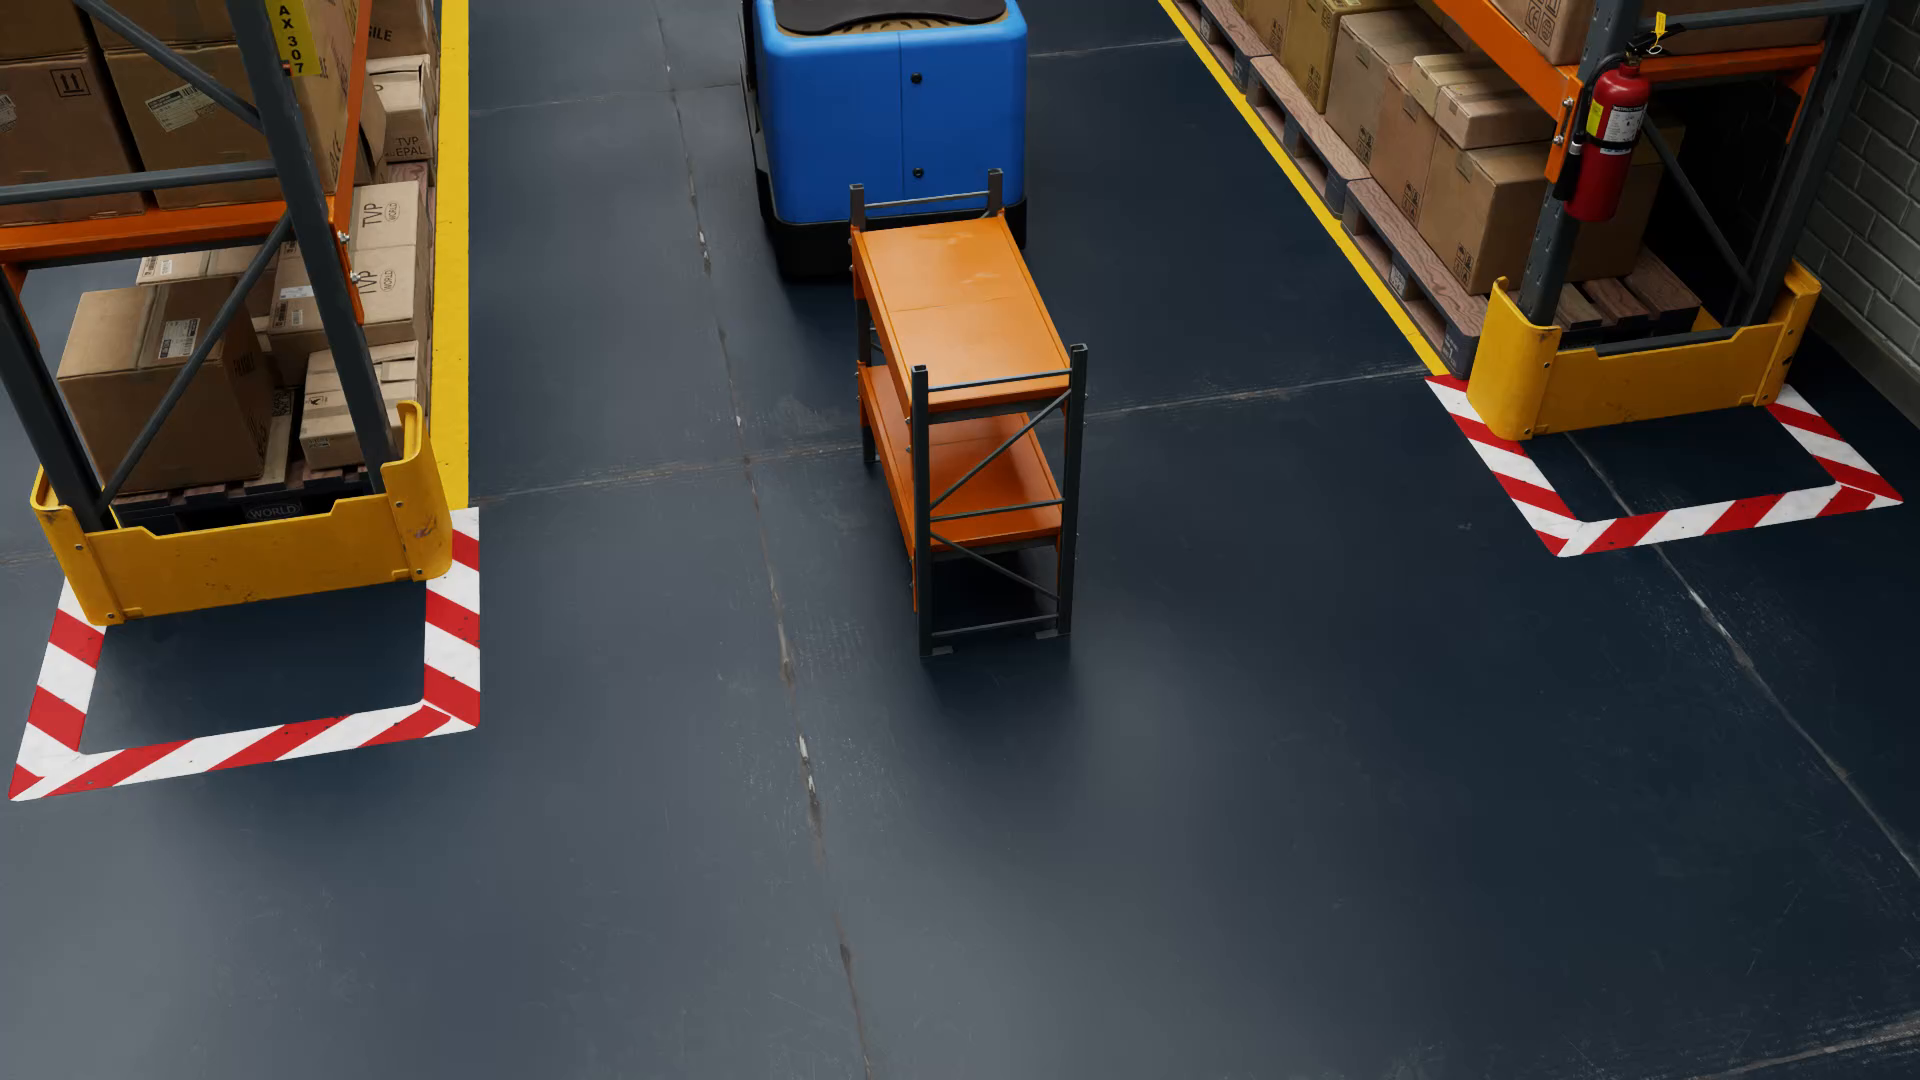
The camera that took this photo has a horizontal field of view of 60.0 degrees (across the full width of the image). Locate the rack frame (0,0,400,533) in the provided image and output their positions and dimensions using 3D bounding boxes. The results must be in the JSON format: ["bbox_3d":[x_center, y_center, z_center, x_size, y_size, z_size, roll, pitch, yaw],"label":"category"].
[{"bbox_3d":[-2.308,-0.978,4.592,1.000,3.000,0.127,-8,42,-9],"label":"rack frame"}]

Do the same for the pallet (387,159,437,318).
[{"bbox_3d":[-2.757,-1.290,7.044,1.003,0.211,1.213,-8,42,-9],"label":"pallet"}]

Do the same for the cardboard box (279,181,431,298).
[{"bbox_3d":[-2.364,-1.155,6.532,0.500,0.250,0.500,-8,42,-9],"label":"cardboard box"}]

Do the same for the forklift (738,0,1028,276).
[{"bbox_3d":[-0.473,-3.173,7.116,1.130,2.935,3.031,-6,42,-7],"label":"forklift"}]

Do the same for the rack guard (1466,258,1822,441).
[{"bbox_3d":[2.533,-0.739,6.206,1.175,0.500,0.348,-8,42,-9],"label":"rack guard"}]

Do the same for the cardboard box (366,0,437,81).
[{"bbox_3d":[-2.771,-2.471,7.826,0.500,0.500,0.500,-8,42,-9],"label":"cardboard box"}]

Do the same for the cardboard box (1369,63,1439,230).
[{"bbox_3d":[2.171,-1.676,6.945,0.700,0.500,0.500,-8,42,-9],"label":"cardboard box"}]

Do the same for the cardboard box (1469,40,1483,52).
[{"bbox_3d":[2.338,-2.032,6.858,0.380,0.149,0.250,-8,42,-9],"label":"cardboard box"}]

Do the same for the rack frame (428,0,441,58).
[{"bbox_3d":[-3.171,-3.570,7.513,1.000,3.000,0.127,-8,42,-9],"label":"rack frame"}]

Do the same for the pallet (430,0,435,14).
[{"bbox_3d":[-3.384,-3.049,9.026,1.003,0.211,1.213,-8,42,-9],"label":"pallet"}]

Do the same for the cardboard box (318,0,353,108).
[{"bbox_3d":[-2.263,-1.674,5.301,0.500,0.500,0.500,-9,42,-10],"label":"cardboard box"}]

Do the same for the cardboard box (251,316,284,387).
[{"bbox_3d":[-2.665,-0.675,6.054,0.380,0.166,0.250,-8,42,-9],"label":"cardboard box"}]

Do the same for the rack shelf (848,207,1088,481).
[{"bbox_3d":[0.001,-0.635,5.177,0.538,0.278,1.000,-8,42,-9],"label":"rack shelf"}]

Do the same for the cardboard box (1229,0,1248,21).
[{"bbox_3d":[1.726,-3.005,8.443,0.700,0.500,0.500,-8,42,-9],"label":"cardboard box"}]

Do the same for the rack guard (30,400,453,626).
[{"bbox_3d":[-2.324,-0.092,5.477,1.175,0.500,0.348,-8,42,-9],"label":"rack guard"}]

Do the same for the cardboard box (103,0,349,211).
[{"bbox_3d":[-2.146,-1.340,4.925,0.500,0.500,0.500,-8,42,-8],"label":"cardboard box"}]

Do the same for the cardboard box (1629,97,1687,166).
[{"bbox_3d":[2.502,-1.542,6.305,0.380,0.149,0.250,-8,42,-9],"label":"cardboard box"}]

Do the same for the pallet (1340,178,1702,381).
[{"bbox_3d":[2.279,-1.154,6.891,1.003,0.211,1.213,-8,42,-9],"label":"pallet"}]

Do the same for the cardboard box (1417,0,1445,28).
[{"bbox_3d":[2.226,-2.363,7.231,0.380,0.149,0.250,-8,42,-9],"label":"cardboard box"}]

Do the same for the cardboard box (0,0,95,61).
[{"bbox_3d":[-2.672,-1.638,4.507,0.500,0.500,0.500,-9,42,-10],"label":"cardboard box"}]

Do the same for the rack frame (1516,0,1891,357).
[{"bbox_3d":[2.528,-1.690,5.394,1.000,3.000,0.127,-8,42,-9],"label":"rack frame"}]

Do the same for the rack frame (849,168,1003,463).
[{"bbox_3d":[-0.108,-0.746,5.743,0.500,1.125,0.032,-8,42,-9],"label":"rack frame"}]

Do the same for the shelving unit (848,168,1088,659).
[{"bbox_3d":[0.001,-0.416,5.372,0.538,1.125,1.048,-8,42,-9],"label":"shelving unit"}]

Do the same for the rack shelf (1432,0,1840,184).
[{"bbox_3d":[2.096,-2.717,7.093,1.077,0.370,4.000,-8,42,-9],"label":"rack shelf"}]

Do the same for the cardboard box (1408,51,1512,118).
[{"bbox_3d":[2.018,-1.817,6.615,0.380,0.149,0.250,-7,42,-8],"label":"cardboard box"}]

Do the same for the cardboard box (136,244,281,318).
[{"bbox_3d":[-2.842,-1.051,6.414,0.500,0.250,0.500,-8,42,-9],"label":"cardboard box"}]

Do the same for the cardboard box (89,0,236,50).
[{"bbox_3d":[-2.146,-1.714,4.593,0.500,0.500,0.500,-7,42,-8],"label":"cardboard box"}]

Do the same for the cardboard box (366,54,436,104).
[{"bbox_3d":[-2.632,-2.106,7.679,0.380,0.149,0.250,-8,42,-9],"label":"cardboard box"}]

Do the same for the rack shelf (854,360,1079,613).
[{"bbox_3d":[0.001,-0.233,5.534,0.538,0.278,1.000,-8,42,-9],"label":"rack shelf"}]

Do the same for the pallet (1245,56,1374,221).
[{"bbox_3d":[2.019,-1.943,7.780,1.003,0.211,1.213,-8,42,-9],"label":"pallet"}]

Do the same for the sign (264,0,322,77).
[{"bbox_3d":[-1.778,-1.379,4.392,0.100,0.325,0.005,-8,42,-9],"label":"sign"}]

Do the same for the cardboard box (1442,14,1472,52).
[{"bbox_3d":[2.282,-2.197,7.044,0.380,0.149,0.250,-8,42,-9],"label":"cardboard box"}]

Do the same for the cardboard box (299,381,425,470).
[{"bbox_3d":[-2.063,-0.397,5.753,0.380,0.149,0.250,-8,42,-9],"label":"cardboard box"}]

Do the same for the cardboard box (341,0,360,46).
[{"bbox_3d":[-2.368,-2.000,5.668,0.500,0.500,0.500,-8,42,-9],"label":"cardboard box"}]

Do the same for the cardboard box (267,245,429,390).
[{"bbox_3d":[-2.256,-0.831,6.167,0.500,0.250,0.500,-8,42,-9],"label":"cardboard box"}]

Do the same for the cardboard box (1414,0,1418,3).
[{"bbox_3d":[2.172,-2.527,7.416,0.380,0.149,0.250,-9,42,-10],"label":"cardboard box"}]

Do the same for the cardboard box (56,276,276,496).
[{"bbox_3d":[-2.666,-0.524,5.633,0.500,0.500,0.500,-8,42,-9],"label":"cardboard box"}]

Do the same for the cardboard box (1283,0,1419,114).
[{"bbox_3d":[1.940,-2.346,7.700,0.700,0.500,0.500,-7,42,-8],"label":"cardboard box"}]

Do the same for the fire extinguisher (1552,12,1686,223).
[{"bbox_3d":[2.110,-1.358,5.359,0.296,0.674,0.183,-8,42,-9],"label":"fire extinguisher"}]

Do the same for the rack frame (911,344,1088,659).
[{"bbox_3d":[0.111,-0.087,5.000,0.500,1.125,0.032,-8,42,-9],"label":"rack frame"}]

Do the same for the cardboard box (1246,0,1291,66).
[{"bbox_3d":[1.831,-2.679,8.075,0.700,0.500,0.500,-9,42,-10],"label":"cardboard box"}]

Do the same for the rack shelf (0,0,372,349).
[{"bbox_3d":[-2.740,-2.005,6.291,1.077,0.370,4.000,-8,42,-9],"label":"rack shelf"}]

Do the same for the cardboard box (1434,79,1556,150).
[{"bbox_3d":[2.074,-1.651,6.429,0.380,0.149,0.250,-9,42,-10],"label":"cardboard box"}]

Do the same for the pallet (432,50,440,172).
[{"bbox_3d":[-3.024,-2.082,7.937,1.003,0.211,1.213,-8,42,-9],"label":"pallet"}]

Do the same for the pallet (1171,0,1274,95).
[{"bbox_3d":[1.753,-2.736,8.673,1.003,0.211,1.213,-8,42,-9],"label":"pallet"}]

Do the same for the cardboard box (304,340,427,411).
[{"bbox_3d":[-2.117,-0.565,5.930,0.380,0.166,0.250,-8,42,-9],"label":"cardboard box"}]

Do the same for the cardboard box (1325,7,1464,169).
[{"bbox_3d":[2.062,-2.002,7.312,0.700,0.500,0.500,-10,42,-11],"label":"cardboard box"}]

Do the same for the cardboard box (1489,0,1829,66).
[{"bbox_3d":[2.408,-2.131,5.665,0.980,0.700,0.700,-7,42,-7],"label":"cardboard box"}]

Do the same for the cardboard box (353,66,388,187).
[{"bbox_3d":[-2.761,-1.584,6.824,0.797,0.503,0.637,-8,42,-9],"label":"cardboard box"}]

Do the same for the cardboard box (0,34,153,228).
[{"bbox_3d":[-2.670,-1.266,4.842,0.500,0.500,0.500,-7,42,-8],"label":"cardboard box"}]

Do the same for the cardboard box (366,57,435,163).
[{"bbox_3d":[-2.609,-1.915,7.341,0.500,0.311,0.500,-8,42,-9],"label":"cardboard box"}]

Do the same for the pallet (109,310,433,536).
[{"bbox_3d":[-2.497,-0.501,6.155,1.003,0.211,1.213,-8,42,-9],"label":"pallet"}]

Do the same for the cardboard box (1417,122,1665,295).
[{"bbox_3d":[2.279,-1.351,6.580,0.700,0.500,0.500,-8,42,-9],"label":"cardboard box"}]
